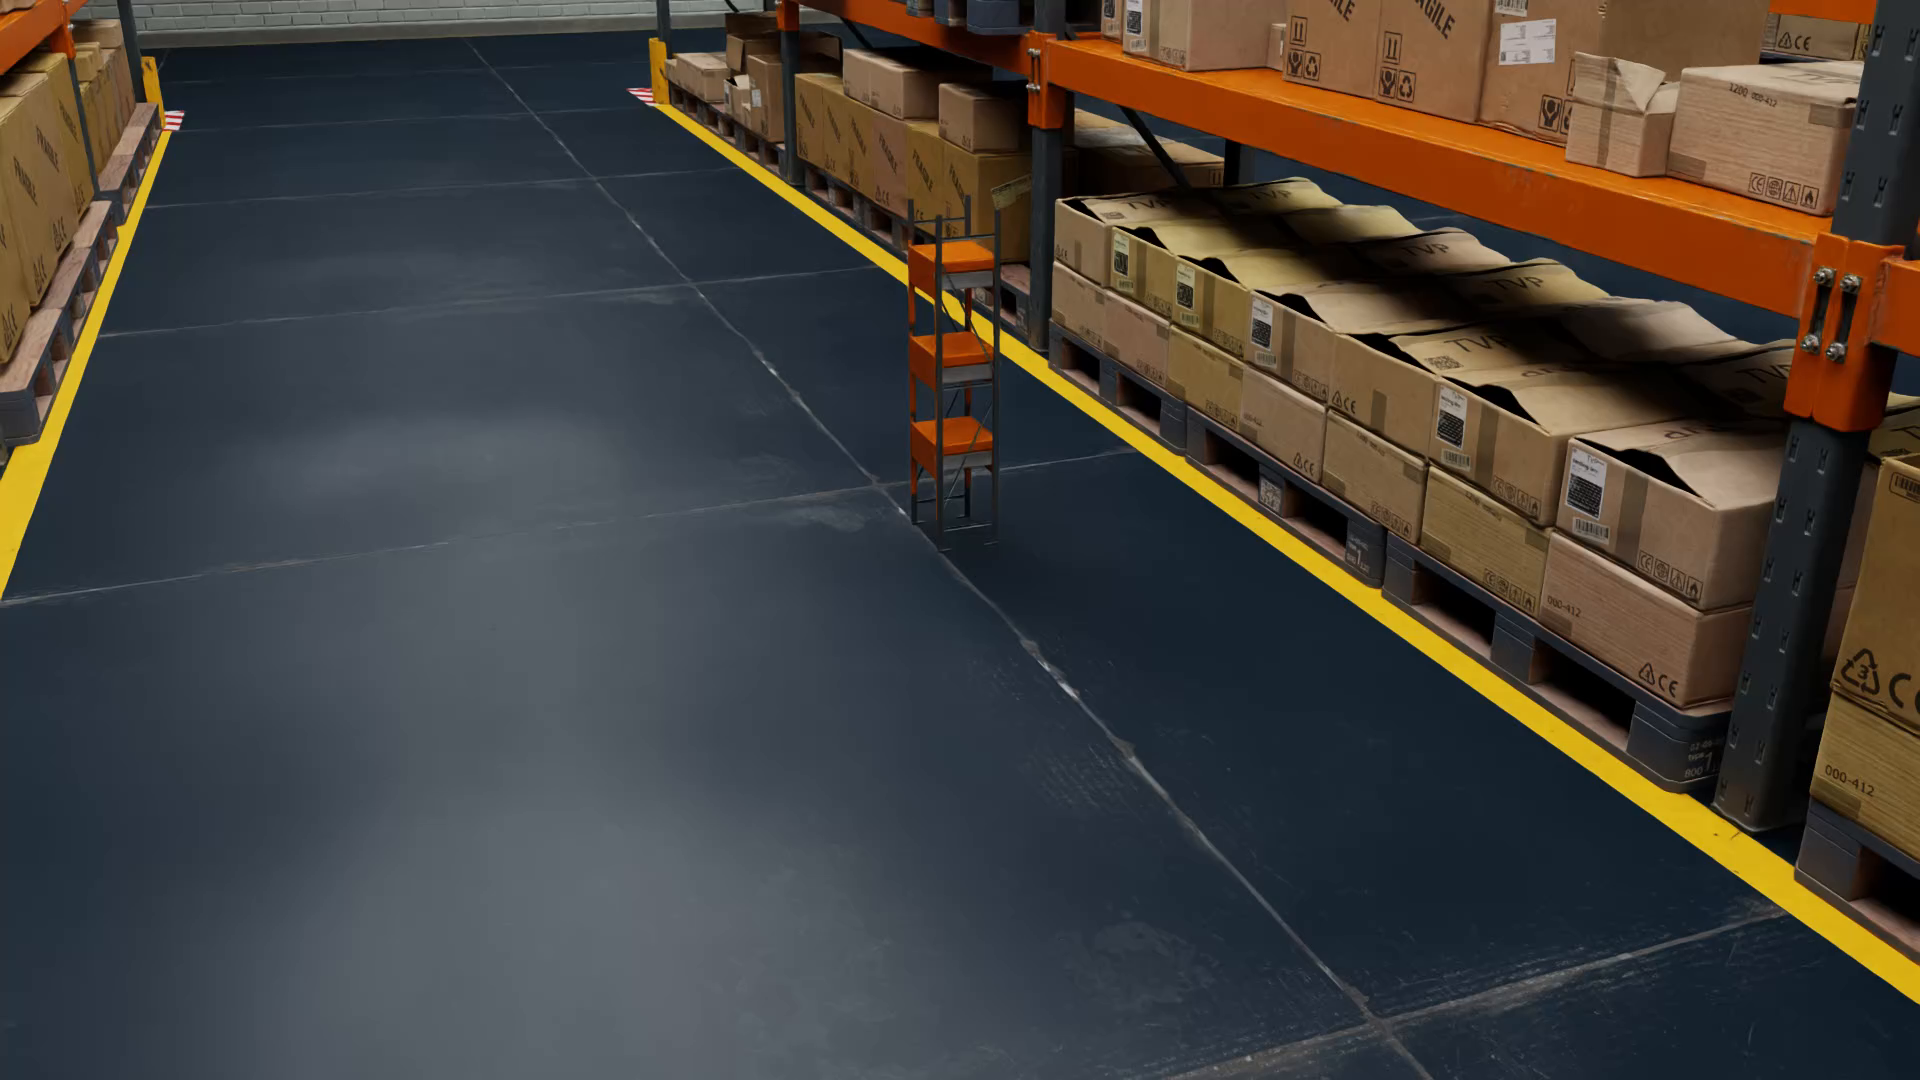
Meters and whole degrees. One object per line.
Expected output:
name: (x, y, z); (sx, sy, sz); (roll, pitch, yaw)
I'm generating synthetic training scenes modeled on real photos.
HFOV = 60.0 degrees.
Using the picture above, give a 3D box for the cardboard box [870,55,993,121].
cardboard box: (-0.153, -2.362, 8.678); (0.500, 0.250, 0.500); (-9, 24, -20)

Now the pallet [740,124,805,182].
pallet: (-0.868, -2.685, 11.349); (1.003, 0.211, 1.213); (-8, 24, -19)

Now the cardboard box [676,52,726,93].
cardboard box: (-1.936, -3.691, 13.119); (0.500, 0.250, 0.500); (-8, 24, -19)

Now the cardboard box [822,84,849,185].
cardboard box: (-0.485, -2.370, 9.662); (0.500, 0.500, 0.500); (-8, 24, -18)

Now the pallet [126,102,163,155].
pallet: (-6.317, -2.928, 11.925); (1.003, 0.211, 1.213); (-8, 24, -19)

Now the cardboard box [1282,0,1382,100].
cardboard box: (1.395, -1.706, 5.306); (0.500, 0.500, 0.500); (-10, 25, -22)

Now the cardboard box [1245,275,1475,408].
cardboard box: (1.250, -0.659, 5.229); (0.500, 0.311, 0.500); (-9, 24, -20)

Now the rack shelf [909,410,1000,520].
rack shelf: (-0.019, -0.237, 5.204); (0.215, 0.259, 0.240); (-8, 24, -19)

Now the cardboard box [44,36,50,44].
cardboard box: (-6.205, -3.243, 10.925); (0.380, 0.149, 0.250); (-8, 24, -18)

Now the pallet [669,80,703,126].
pallet: (-1.730, -3.571, 13.452); (1.003, 0.211, 1.213); (-8, 24, -19)

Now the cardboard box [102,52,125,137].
cardboard box: (-5.977, -2.929, 11.015); (0.700, 0.500, 0.500); (-9, 25, -21)

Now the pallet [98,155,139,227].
pallet: (-5.455, -2.041, 9.821); (1.003, 0.211, 1.213); (-8, 24, -19)

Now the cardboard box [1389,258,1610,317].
cardboard box: (1.742, -0.741, 5.424); (0.500, 0.311, 0.500); (-8, 24, -18)

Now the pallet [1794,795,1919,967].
pallet: (2.441, 0.766, 3.160); (1.003, 0.211, 1.213); (-8, 24, -19)

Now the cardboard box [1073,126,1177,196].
cardboard box: (0.703, -1.712, 8.101); (0.500, 0.500, 0.500); (-9, 25, -21)

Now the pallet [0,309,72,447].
pallet: (-4.054, -0.598, 6.396); (1.003, 0.211, 1.213); (-8, 24, -19)

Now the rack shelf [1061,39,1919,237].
rack shelf: (1.493, -1.299, 5.144); (0.919, 0.124, 3.809); (-8, 24, -19)

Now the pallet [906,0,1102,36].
pallet: (0.481, -2.415, 7.365); (1.213, 0.211, 1.003); (-8, 24, -19)

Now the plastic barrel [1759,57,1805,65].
plastic barrel: (4.834, -2.613, 10.152); (0.600, 0.588, 0.708); (-8, 24, -19)

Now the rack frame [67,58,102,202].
rack frame: (-5.260, -3.039, 8.599); (1.000, 3.000, 0.127); (-8, 24, -19)

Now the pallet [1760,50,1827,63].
pallet: (8.012, -4.524, 15.712); (1.003, 0.211, 1.213); (-8, 24, -19)

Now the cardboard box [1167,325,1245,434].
cardboard box: (1.064, -0.592, 5.792); (0.500, 0.250, 0.500); (-9, 24, -20)

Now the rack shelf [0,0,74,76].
rack shelf: (-4.553, -1.981, 7.014); (1.077, 0.370, 4.000); (-8, 24, -19)

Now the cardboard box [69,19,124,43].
cardboard box: (-6.116, -3.571, 11.703); (0.380, 0.149, 0.250); (-9, 24, -20)

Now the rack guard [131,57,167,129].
rack guard: (-6.681, -3.350, 12.553); (1.175, 0.500, 0.348); (-8, 24, -19)

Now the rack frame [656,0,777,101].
rack frame: (-2.040, -5.174, 13.663); (1.000, 3.000, 0.127); (-8, 24, -19)

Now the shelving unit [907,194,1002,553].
shelving unit: (-0.019, -0.503, 5.092); (0.215, 1.050, 0.252); (-8, 24, -19)

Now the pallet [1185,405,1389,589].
pallet: (1.468, -0.235, 5.536); (1.003, 0.211, 1.213); (-8, 24, -19)

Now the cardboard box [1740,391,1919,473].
cardboard box: (2.287, -0.183, 4.099); (0.500, 0.311, 0.500); (-8, 24, -19)

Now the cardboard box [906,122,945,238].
cardboard box: (0.054, -1.813, 8.342); (0.500, 0.500, 0.500); (-9, 25, -21)

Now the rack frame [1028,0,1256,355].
rack frame: (0.787, -2.267, 6.766); (1.000, 3.000, 0.127); (-8, 24, -19)

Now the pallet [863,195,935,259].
pallet: (0.131, -1.701, 9.014); (1.003, 0.211, 1.213); (-8, 24, -19)

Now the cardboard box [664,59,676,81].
cardboard box: (-2.213, -3.863, 13.658); (0.380, 0.149, 0.250); (-8, 24, -19)

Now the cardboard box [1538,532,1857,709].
cardboard box: (1.782, 0.149, 4.034); (0.500, 0.250, 0.500); (-9, 24, -20)

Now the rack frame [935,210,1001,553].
rack frame: (0.024, -0.459, 4.987); (0.200, 1.050, 0.008); (-8, 24, -19)

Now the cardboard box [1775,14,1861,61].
cardboard box: (8.166, -4.870, 15.138); (0.875, 0.875, 0.875); (-8, 24, -19)

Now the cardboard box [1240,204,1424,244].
cardboard box: (1.392, -1.107, 6.293); (0.500, 0.311, 0.500); (-9, 24, -20)

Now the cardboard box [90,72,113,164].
cardboard box: (-5.602, -2.550, 10.115); (0.700, 0.500, 0.500); (-9, 24, -20)

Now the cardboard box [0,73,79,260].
cardboard box: (-4.591, -1.701, 7.651); (0.750, 0.750, 0.750); (-8, 24, -17)

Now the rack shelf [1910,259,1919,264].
rack shelf: (2.906, 0.122, 1.682); (0.919, 0.052, 3.809); (-8, 24, -19)

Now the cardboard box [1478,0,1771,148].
cardboard box: (1.757, -1.332, 4.420); (0.500, 0.500, 0.500); (-7, 24, -15)

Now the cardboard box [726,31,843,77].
cardboard box: (-1.295, -3.455, 12.232); (0.797, 0.503, 0.637); (-8, 24, -19)

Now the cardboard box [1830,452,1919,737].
cardboard box: (2.070, 0.126, 3.123); (0.500, 0.500, 0.500); (-8, 24, -19)

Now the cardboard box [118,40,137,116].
cardboard box: (-6.332, -3.294, 11.880); (0.700, 0.500, 0.500); (-8, 24, -19)

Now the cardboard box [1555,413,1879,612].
cardboard box: (1.788, -0.106, 3.917); (0.500, 0.311, 0.500); (-8, 24, -19)

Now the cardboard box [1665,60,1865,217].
cardboard box: (1.985, -0.917, 3.757); (0.500, 0.250, 0.500); (-7, 24, -16)

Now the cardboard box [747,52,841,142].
cardboard box: (-1.093, -2.939, 11.014); (0.500, 0.500, 0.500); (-8, 24, -19)

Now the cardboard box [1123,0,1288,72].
cardboard box: (0.921, -1.874, 5.950); (0.500, 0.311, 0.500); (-9, 24, -20)

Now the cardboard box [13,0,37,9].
cardboard box: (-4.566, -2.572, 7.788); (0.380, 0.149, 0.250); (-8, 24, -19)

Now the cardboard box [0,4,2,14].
cardboard box: (-4.467, -2.381, 7.335); (0.380, 0.149, 0.250); (-9, 24, -20)
